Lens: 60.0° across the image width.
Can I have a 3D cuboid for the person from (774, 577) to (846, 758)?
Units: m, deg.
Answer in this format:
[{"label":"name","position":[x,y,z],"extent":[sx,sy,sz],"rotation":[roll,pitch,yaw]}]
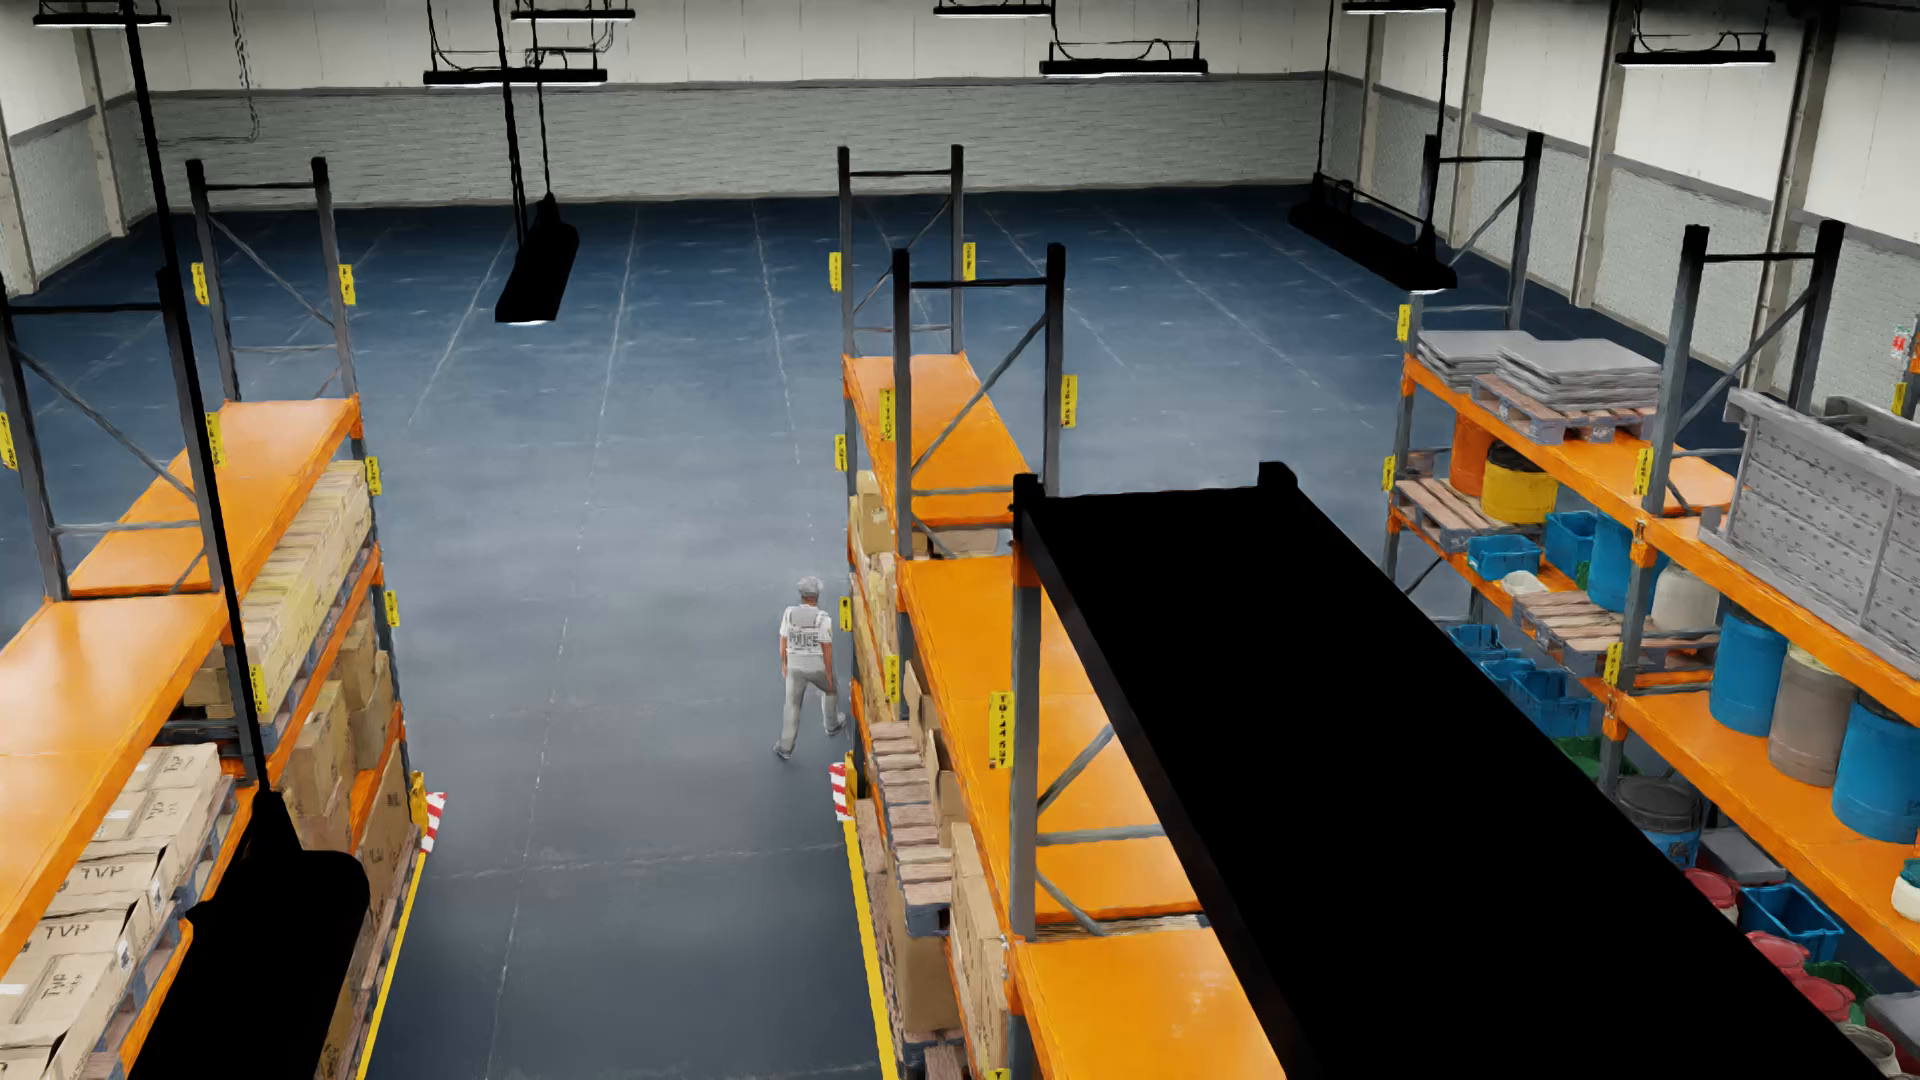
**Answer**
[{"label":"person","position":[-1.489,1.219,16.256],"extent":[0.580,1.702,0.982],"rotation":[5,22,12]}]
